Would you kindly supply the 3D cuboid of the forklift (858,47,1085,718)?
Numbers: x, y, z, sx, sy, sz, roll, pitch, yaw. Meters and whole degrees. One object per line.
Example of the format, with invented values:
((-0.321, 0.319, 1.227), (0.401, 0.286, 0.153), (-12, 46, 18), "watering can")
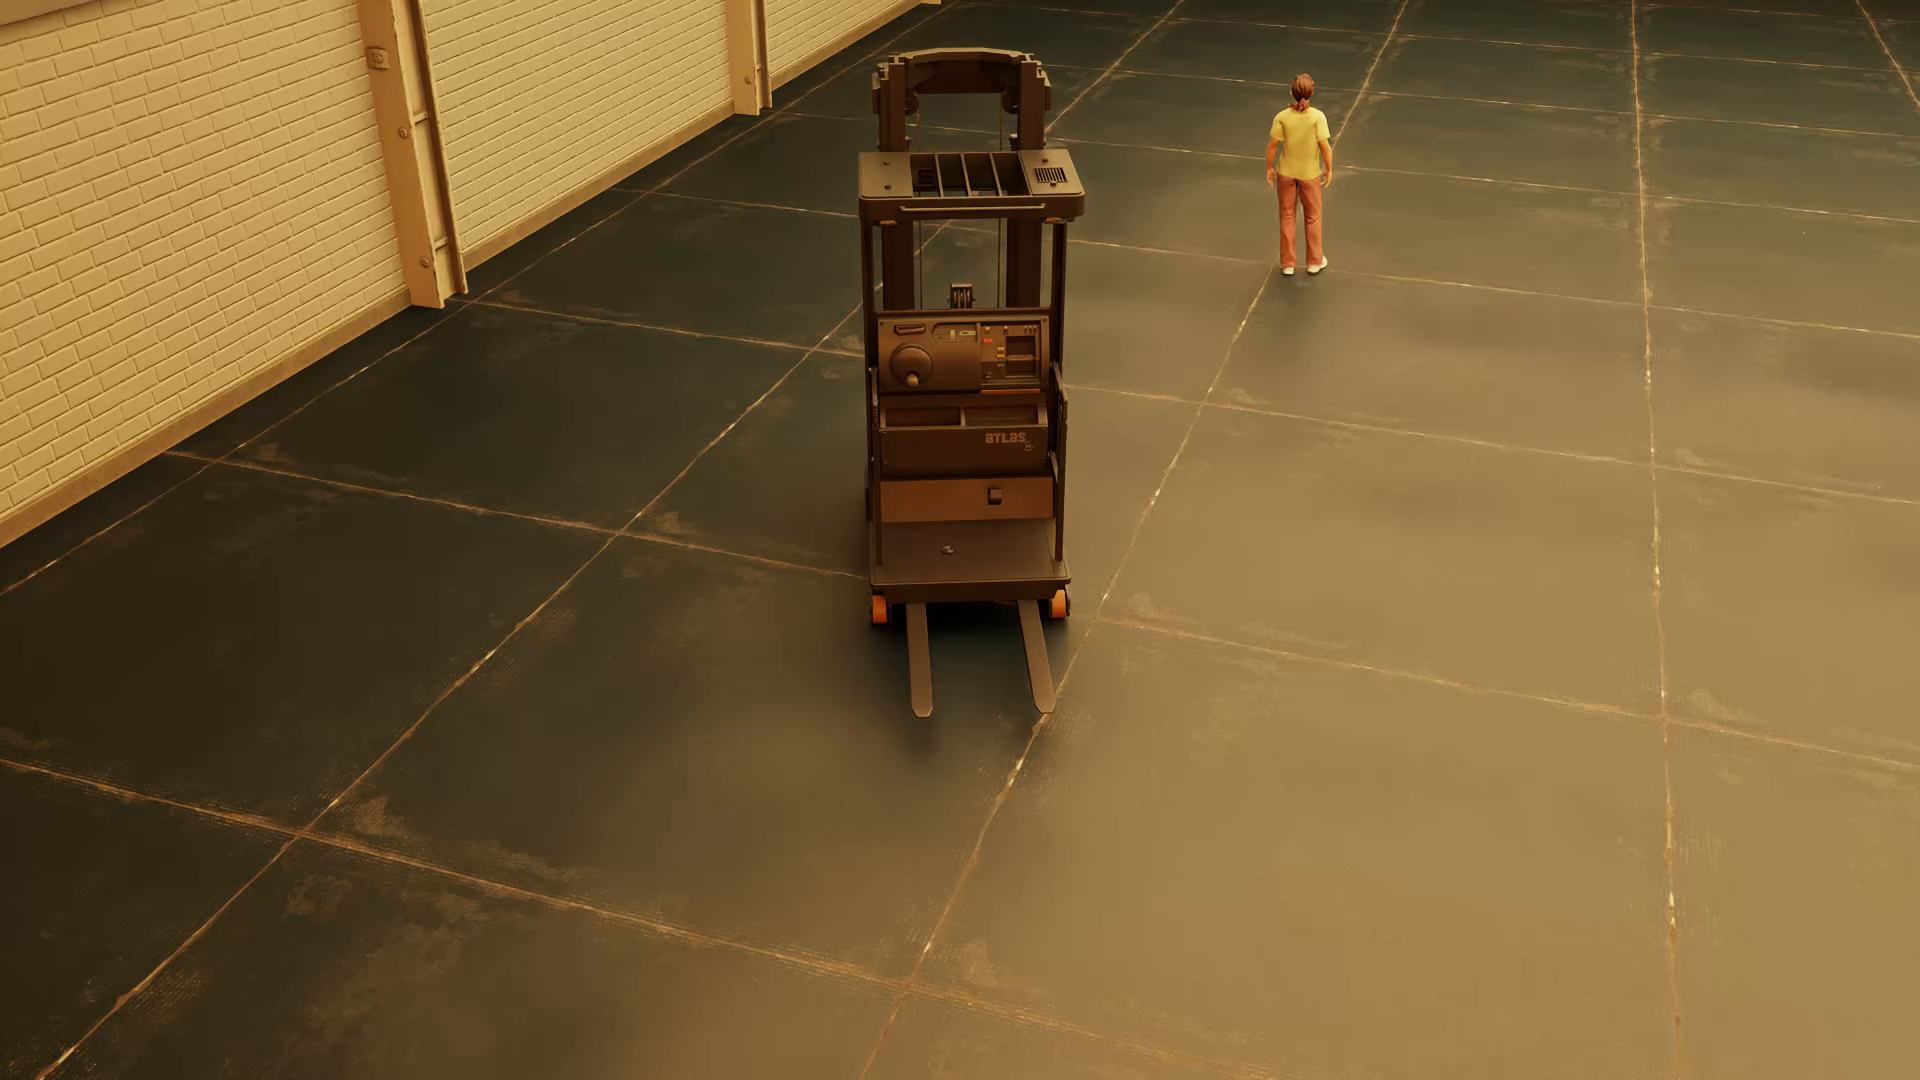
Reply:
((0.035, -0.972, 8.842), (1.130, 2.935, 3.031), (-2, 30, -3), "forklift")

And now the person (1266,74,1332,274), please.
((2.800, -3.016, 13.681), (0.554, 1.674, 0.548), (10, 31, 16), "person")
